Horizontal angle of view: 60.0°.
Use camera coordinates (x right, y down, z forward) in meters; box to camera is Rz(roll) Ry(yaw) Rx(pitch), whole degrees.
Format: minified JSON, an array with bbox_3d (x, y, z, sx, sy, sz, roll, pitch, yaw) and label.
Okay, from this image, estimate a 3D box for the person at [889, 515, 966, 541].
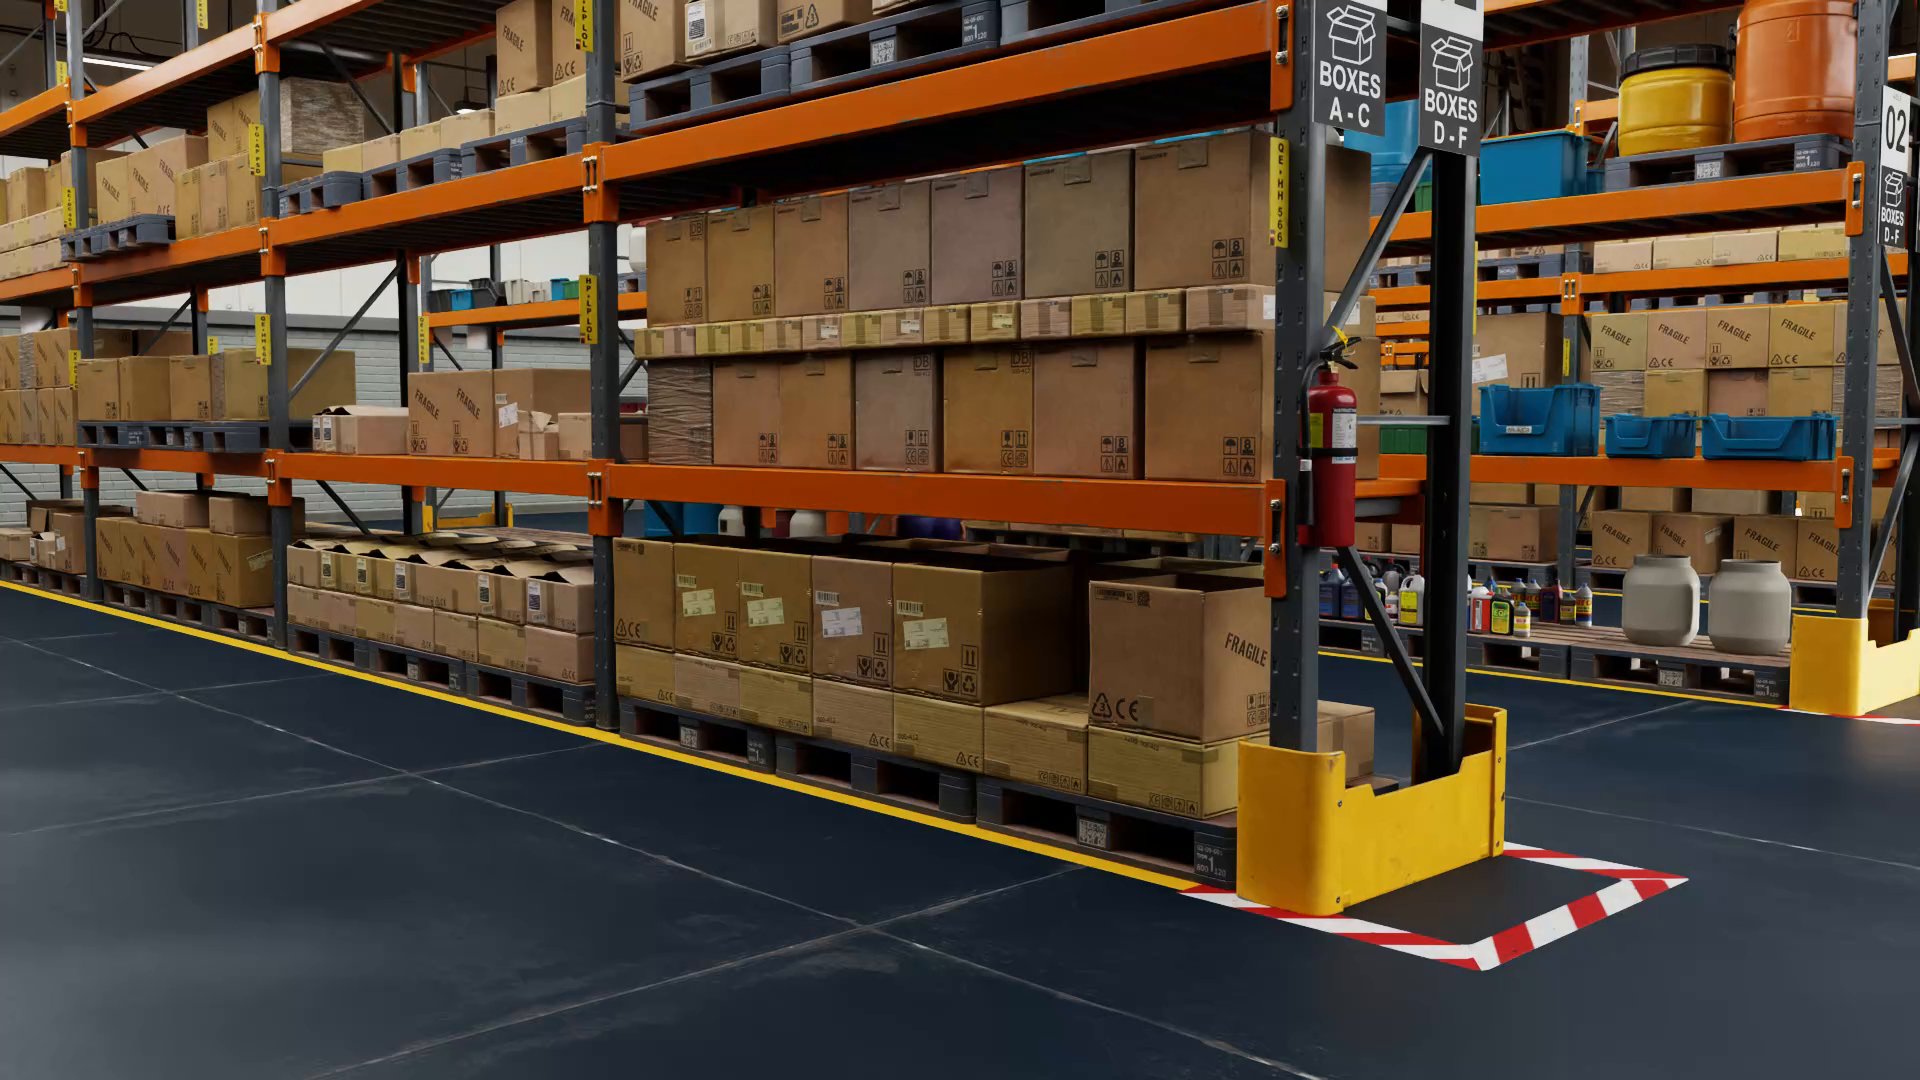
[{"bbox_3d":[-0.215,-0.091,10.792,0.539,1.638,0.461,-2,4,-21],"label":"person"}]
